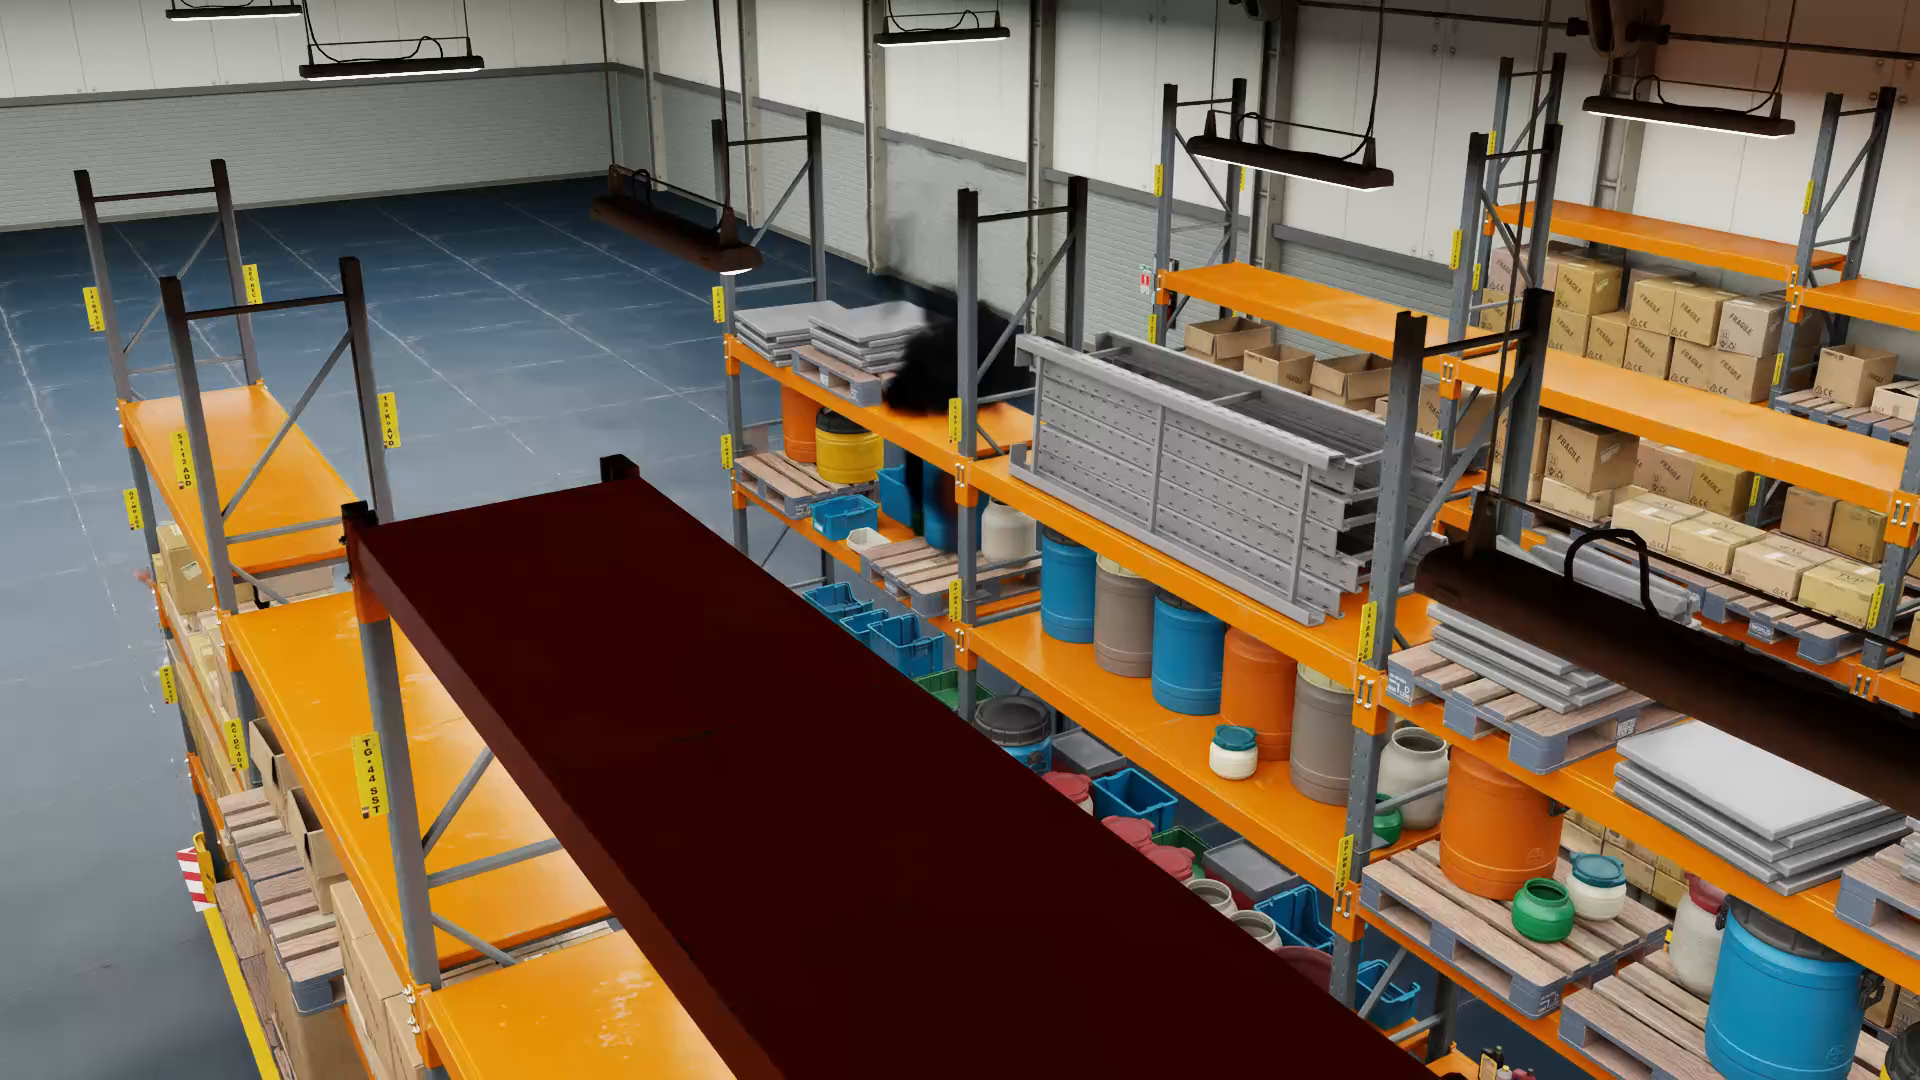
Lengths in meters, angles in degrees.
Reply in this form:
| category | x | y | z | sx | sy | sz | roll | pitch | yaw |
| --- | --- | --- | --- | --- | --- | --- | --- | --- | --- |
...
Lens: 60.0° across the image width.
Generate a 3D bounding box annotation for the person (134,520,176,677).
| category | x | y | z | sx | sy | sz | roll | pitch | yaw |
| --- | --- | --- | --- | --- | --- | --- | --- | --- | --- |
| person | -8.167 | 0.636 | 17.391 | 0.879 | 1.803 | 0.682 | -2 | 22 | -5 |
